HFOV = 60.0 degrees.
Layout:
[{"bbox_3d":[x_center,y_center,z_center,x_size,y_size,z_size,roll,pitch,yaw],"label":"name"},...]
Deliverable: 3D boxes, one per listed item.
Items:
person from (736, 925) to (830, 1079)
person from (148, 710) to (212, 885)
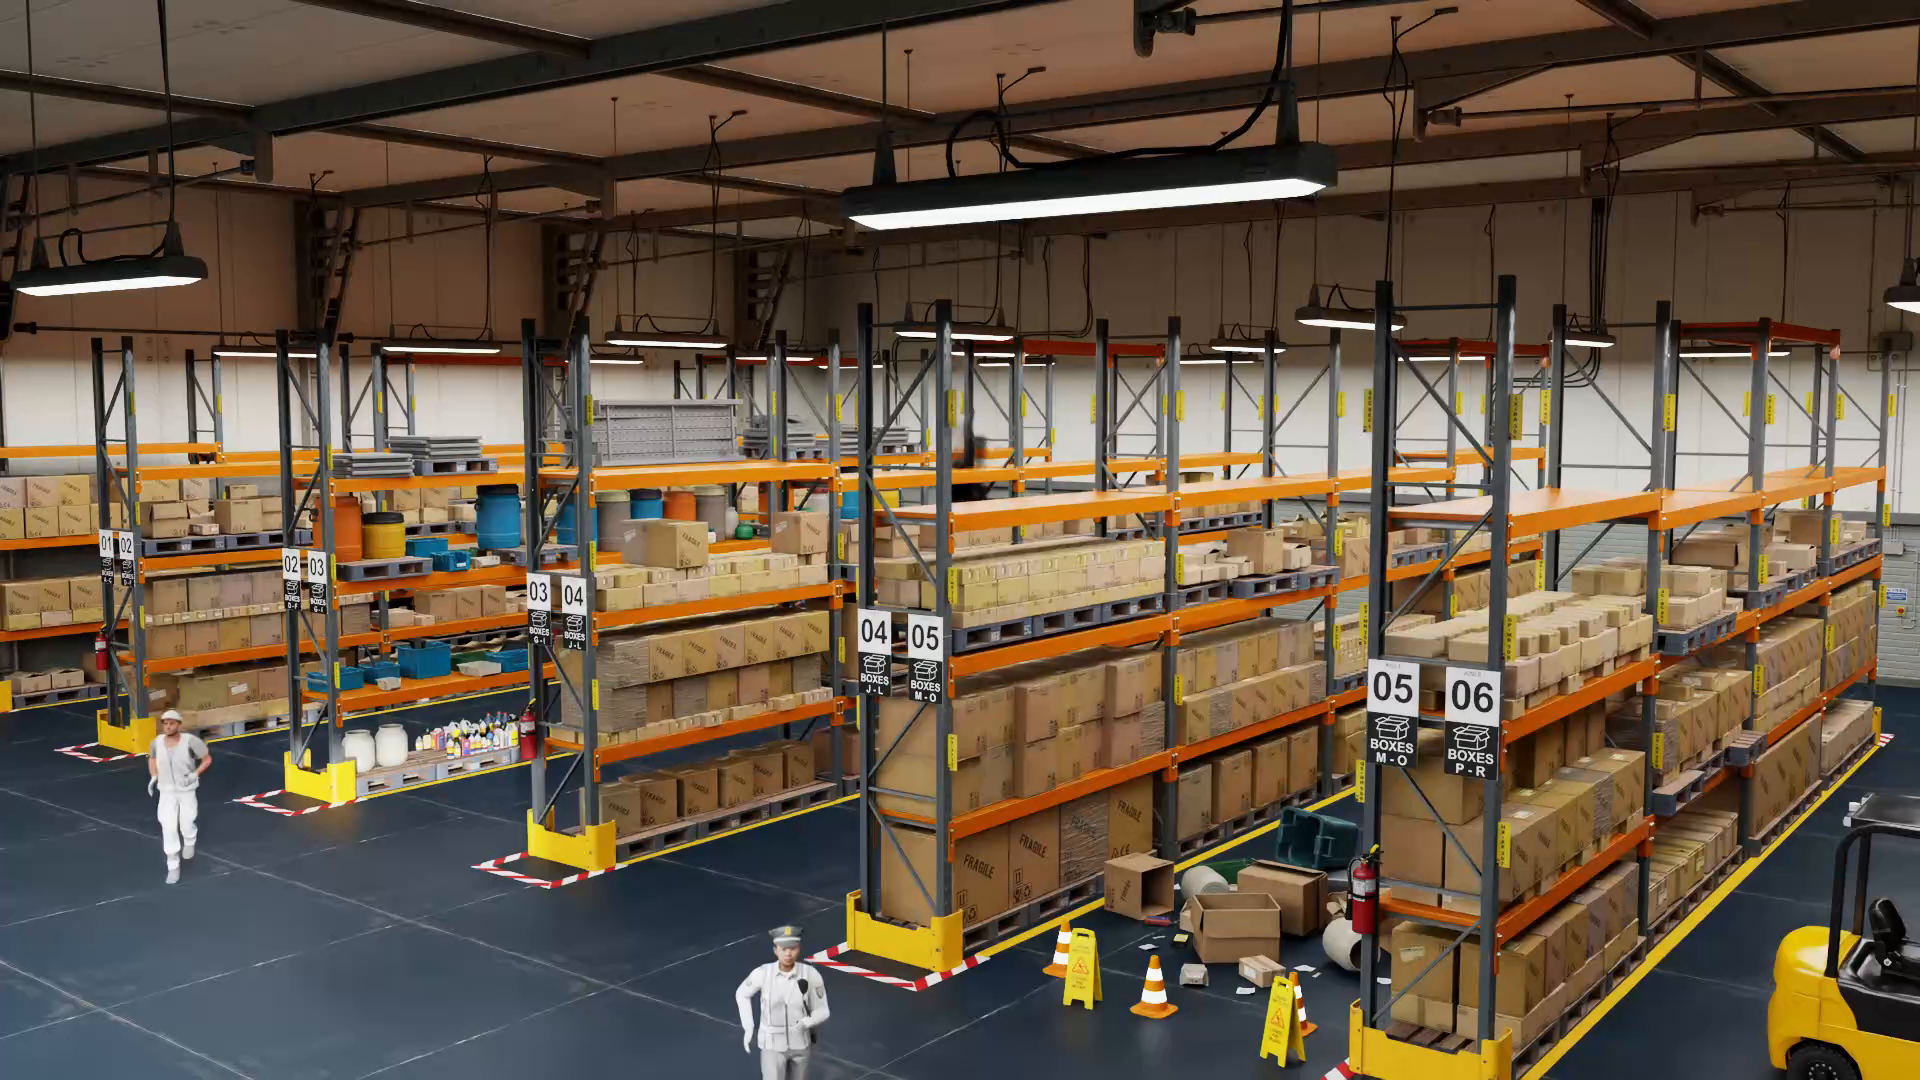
[{"bbox_3d":[-1.148,3.371,10.949,0.578,1.712,0.672,-1,5,-15],"label":"person"},{"bbox_3d":[-8.411,2.710,17.948,0.651,1.810,0.863,-1,5,-14],"label":"person"}]
